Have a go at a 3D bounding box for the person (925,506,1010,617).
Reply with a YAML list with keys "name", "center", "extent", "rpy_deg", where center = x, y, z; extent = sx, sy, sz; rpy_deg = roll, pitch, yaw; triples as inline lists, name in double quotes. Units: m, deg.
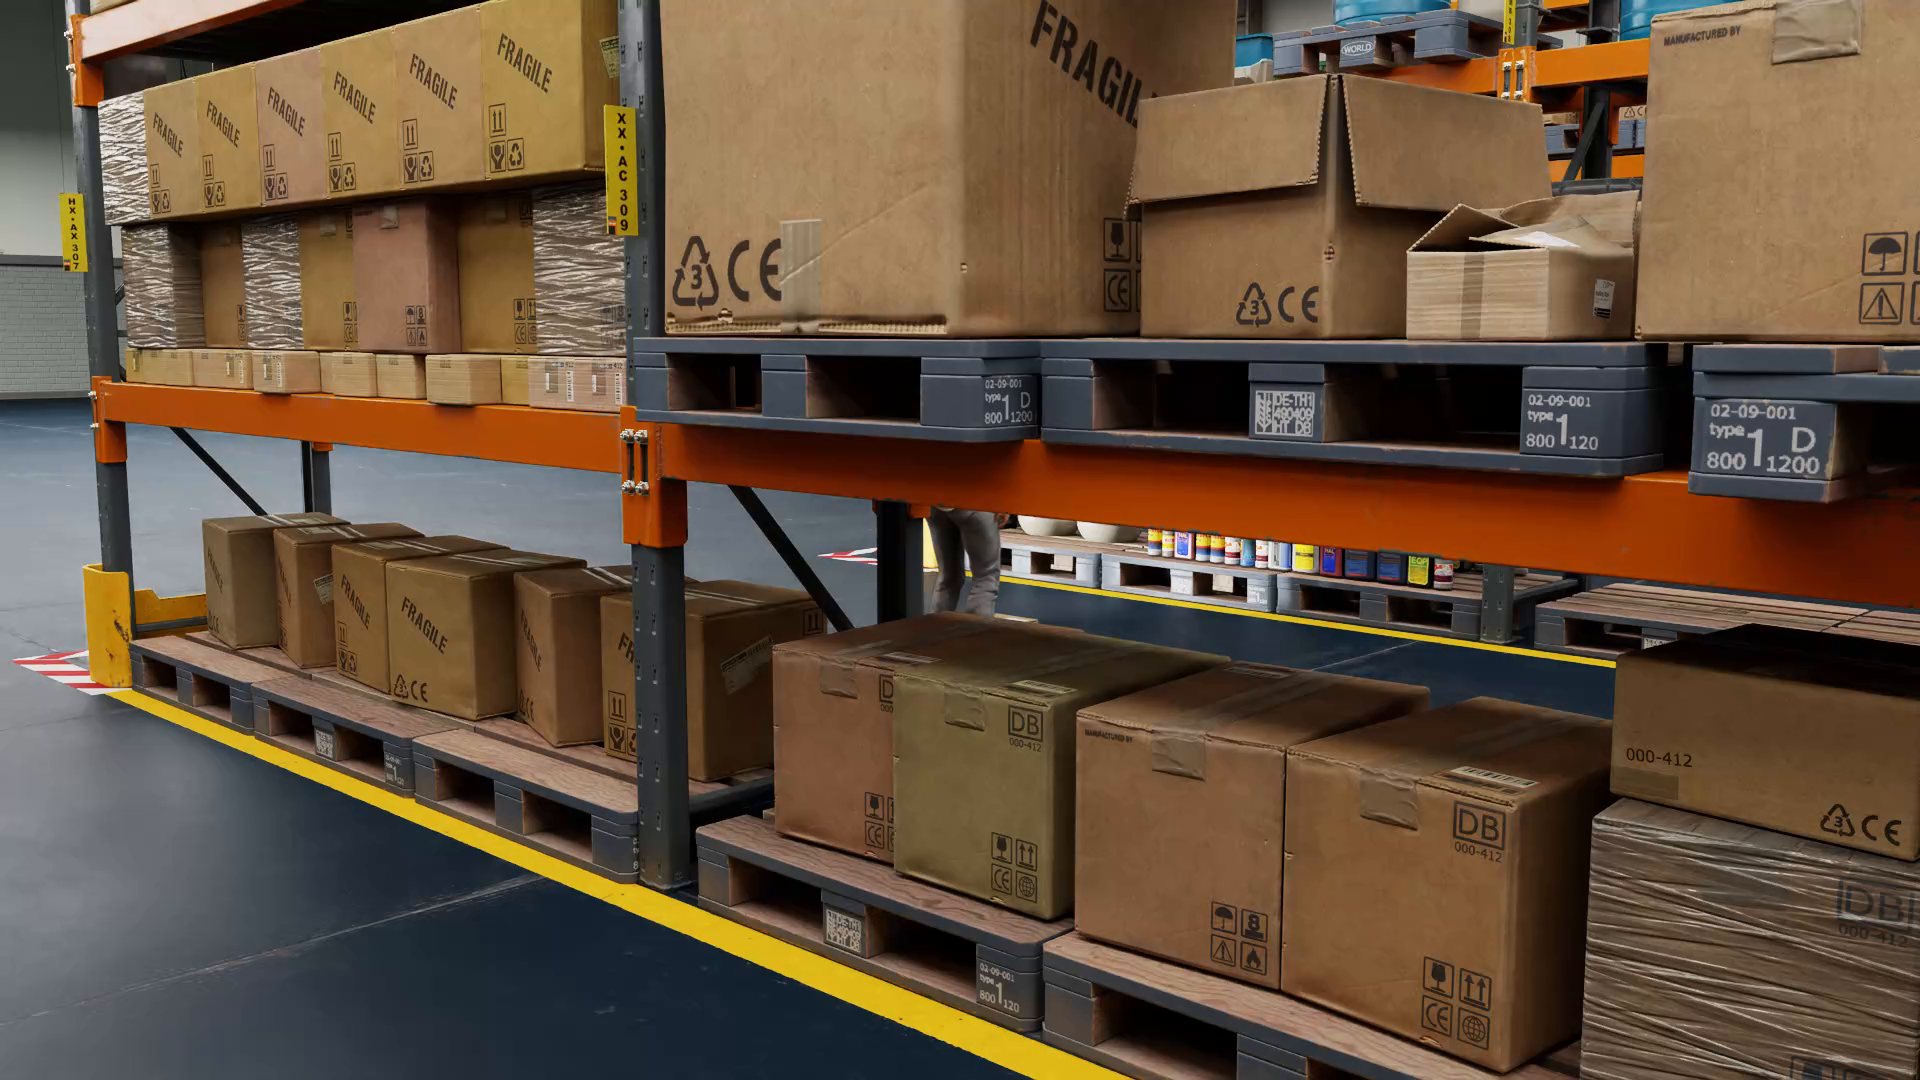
- name: "person"
  center: [6.753, -1.529, 0.378]
  extent: [19.197, 6.000, 24.908]
  rpy_deg: [7, 10, 43]
